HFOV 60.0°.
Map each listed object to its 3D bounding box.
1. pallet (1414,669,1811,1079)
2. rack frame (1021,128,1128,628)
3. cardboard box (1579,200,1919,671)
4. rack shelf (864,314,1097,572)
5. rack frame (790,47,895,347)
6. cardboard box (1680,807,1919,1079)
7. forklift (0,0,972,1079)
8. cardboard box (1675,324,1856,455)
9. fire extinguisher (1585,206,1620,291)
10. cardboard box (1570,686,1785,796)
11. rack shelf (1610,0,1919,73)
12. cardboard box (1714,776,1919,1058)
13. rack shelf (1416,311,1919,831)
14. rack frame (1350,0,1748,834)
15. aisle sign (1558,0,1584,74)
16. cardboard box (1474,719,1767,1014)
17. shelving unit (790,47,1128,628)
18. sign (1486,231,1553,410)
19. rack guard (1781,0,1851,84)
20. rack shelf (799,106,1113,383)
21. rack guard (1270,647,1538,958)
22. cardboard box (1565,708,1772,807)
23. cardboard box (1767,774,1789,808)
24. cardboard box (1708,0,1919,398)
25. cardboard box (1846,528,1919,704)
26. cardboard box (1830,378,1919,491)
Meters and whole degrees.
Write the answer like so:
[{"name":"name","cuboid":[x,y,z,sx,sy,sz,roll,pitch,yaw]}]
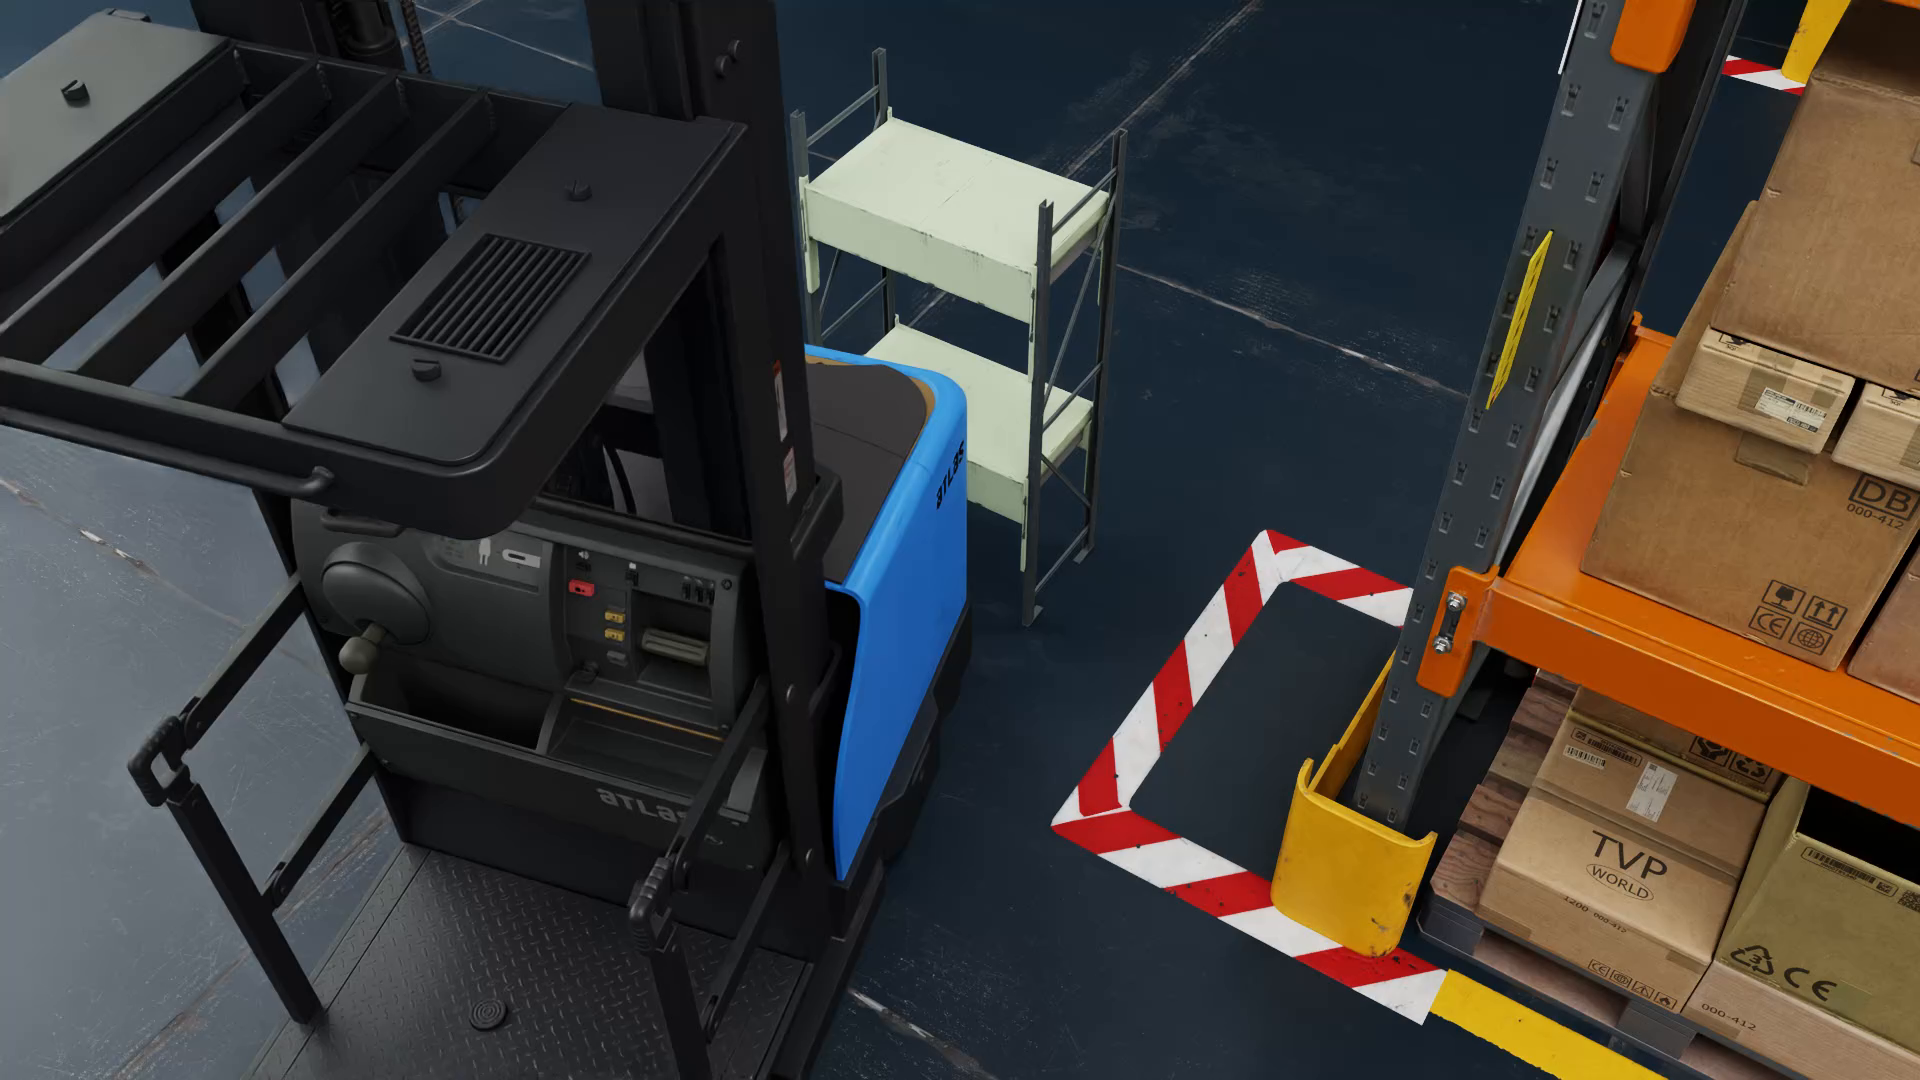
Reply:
[{"name":"pallet","cuboid":[1.932,0.866,4.262,1.213,0.211,1.003,25,51,22]},{"name":"rack frame","cuboid":[0.302,-0.384,4.577,0.023,1.500,0.400,25,51,22]},{"name":"cardboard box","cuboid":[1.652,-0.223,3.306,0.500,0.500,0.700,25,51,22]},{"name":"rack shelf","cuboid":[-0.006,-0.298,4.948,0.720,0.370,0.431,25,51,22]},{"name":"rack frame","cuboid":[-0.314,-0.667,4.852,0.023,1.500,0.400,25,51,22]},{"name":"cardboard box","cuboid":[2.020,0.968,3.842,0.500,0.250,0.500,25,51,22]},{"name":"forklift","cuboid":[-0.909,0.216,2.996,1.130,2.935,3.031,13,47,13]},{"name":"cardboard box","cuboid":[1.480,-0.356,2.982,0.250,0.149,0.380,24,51,22]},{"name":"fire extinguisher","cuboid":[1.417,-0.676,3.869,0.183,0.674,0.296,25,51,22]},{"name":"cardboard box","cuboid":[1.878,0.202,4.064,0.500,0.500,0.500,25,51,22]},{"name":"rack shelf","cuboid":[2.949,-0.397,1.954,4.000,0.370,1.077,25,51,22]},{"name":"cardboard box","cuboid":[2.019,0.708,3.572,0.500,0.500,0.500,25,51,22]},{"name":"rack shelf","cuboid":[2.949,0.648,3.030,4.000,0.370,1.077,25,51,22]},{"name":"rack frame","cuboid":[1.266,-0.377,3.525,0.127,3.000,1.000,25,51,22]},{"name":"aisle sign","cuboid":[1.045,-1.123,2.437,0.004,0.787,0.394,25,51,22]},{"name":"cardboard box","cuboid":[1.597,0.777,4.028,0.500,0.250,0.500,25,51,22]},{"name":"shelving unit","cuboid":[-0.006,-0.525,4.715,0.755,1.500,0.431,25,51,22]},{"name":"sign","cuboid":[0.961,-0.373,2.862,0.005,0.325,0.100,25,51,22]},{"name":"rack guard","cuboid":[4.001,-2.468,7.300,0.348,0.500,1.175,25,51,22]},{"name":"rack shelf","cuboid":[-0.006,-0.797,4.435,0.720,0.370,0.431,25,51,22]},{"name":"rack guard","cuboid":[1.245,0.485,4.430,0.348,0.500,1.175,25,51,22]},{"name":"cardboard box","cuboid":[1.877,0.464,4.332,0.500,0.250,0.500,25,51,22]},{"name":"cardboard box","cuboid":[2.304,0.651,4.151,0.500,0.250,0.500,25,51,22]},{"name":"cardboard box","cuboid":[1.696,-0.655,2.821,0.500,0.500,0.700,25,51,22]},{"name":"cardboard box","cuboid":[2.096,-0.023,3.111,0.500,0.500,0.700,26,51,23]},{"name":"cardboard box","cuboid":[1.703,-0.255,2.884,0.250,0.149,0.380,23,50,21]}]
